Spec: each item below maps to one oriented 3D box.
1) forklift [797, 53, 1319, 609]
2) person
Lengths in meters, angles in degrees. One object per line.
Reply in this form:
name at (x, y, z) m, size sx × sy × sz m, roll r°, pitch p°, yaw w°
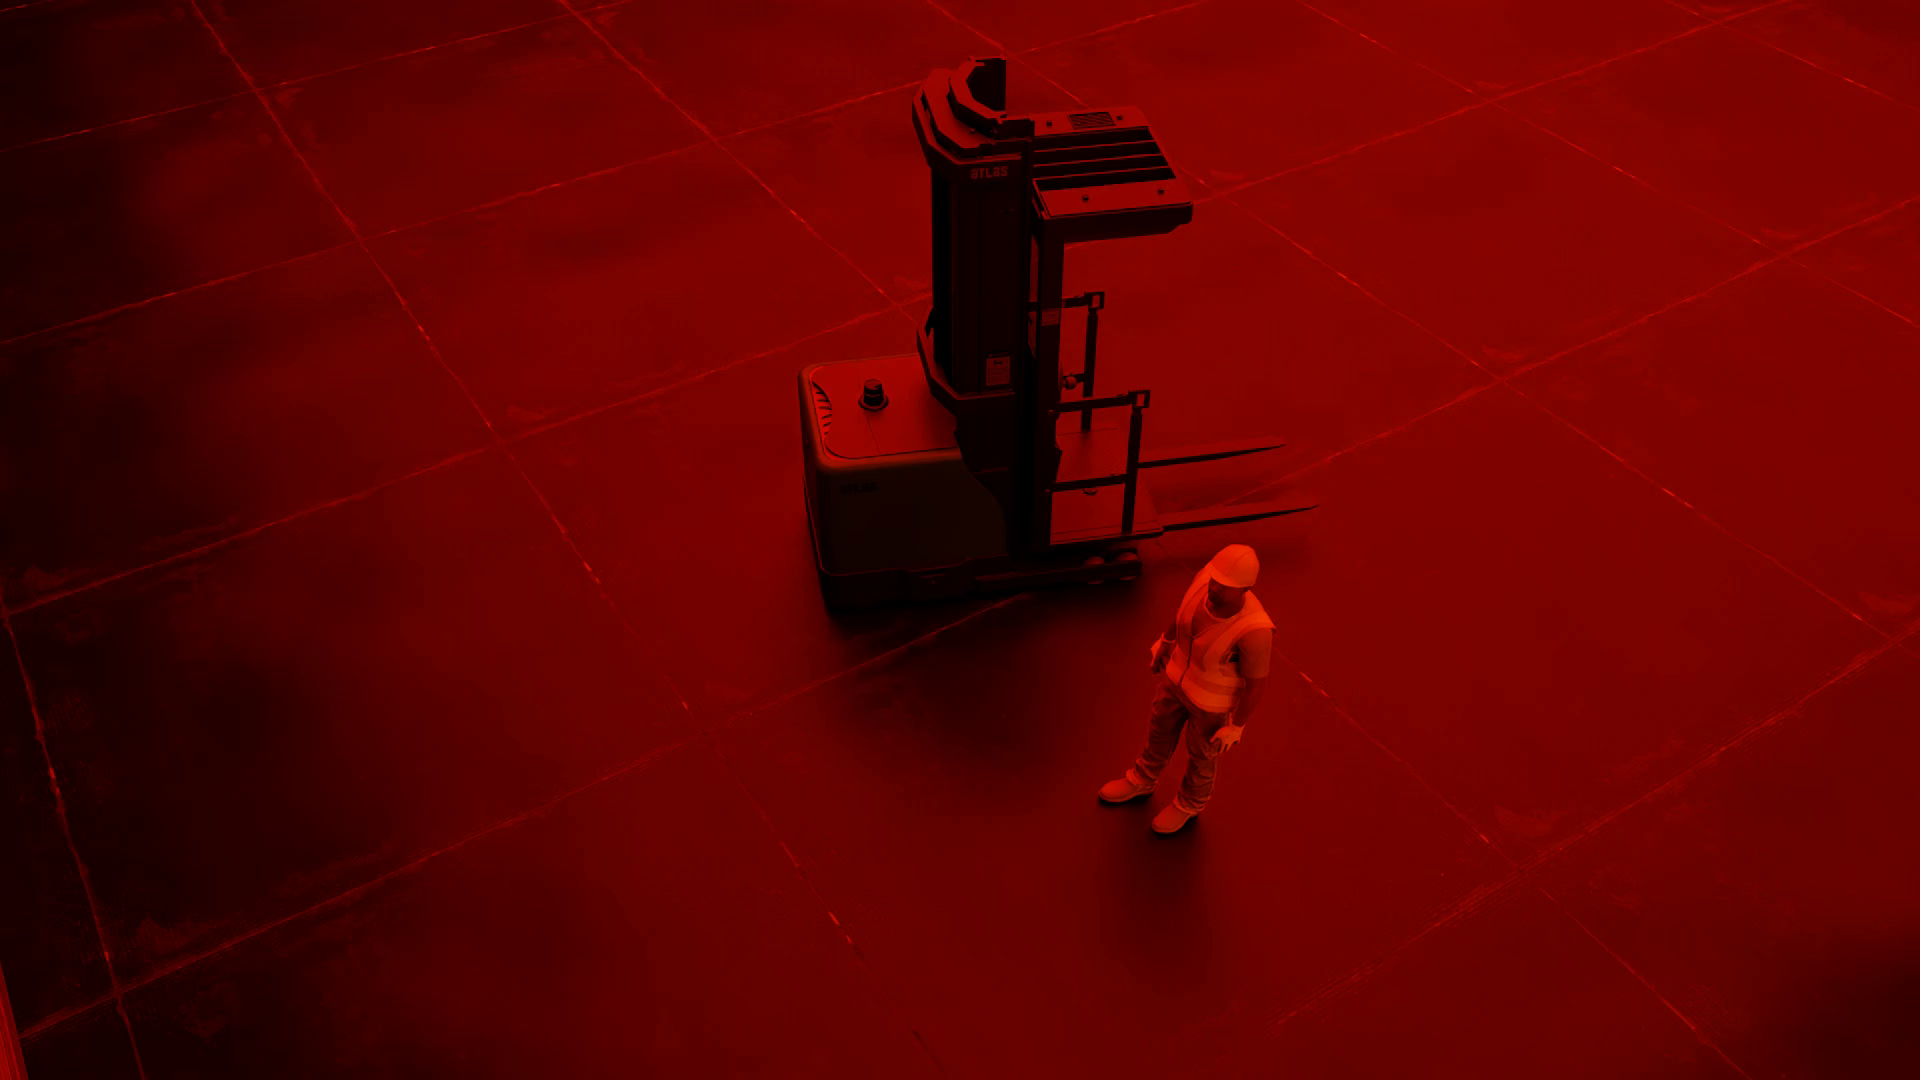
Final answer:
forklift at (0.614, -1.179, 9.221) m, size 3.031 × 2.935 × 1.130 m, roll -7°, pitch 42°, yaw -8°
person at (1.094, 0.724, 7.903) m, size 0.578 × 1.782 × 0.656 m, roll -20°, pitch 45°, yaw -21°
